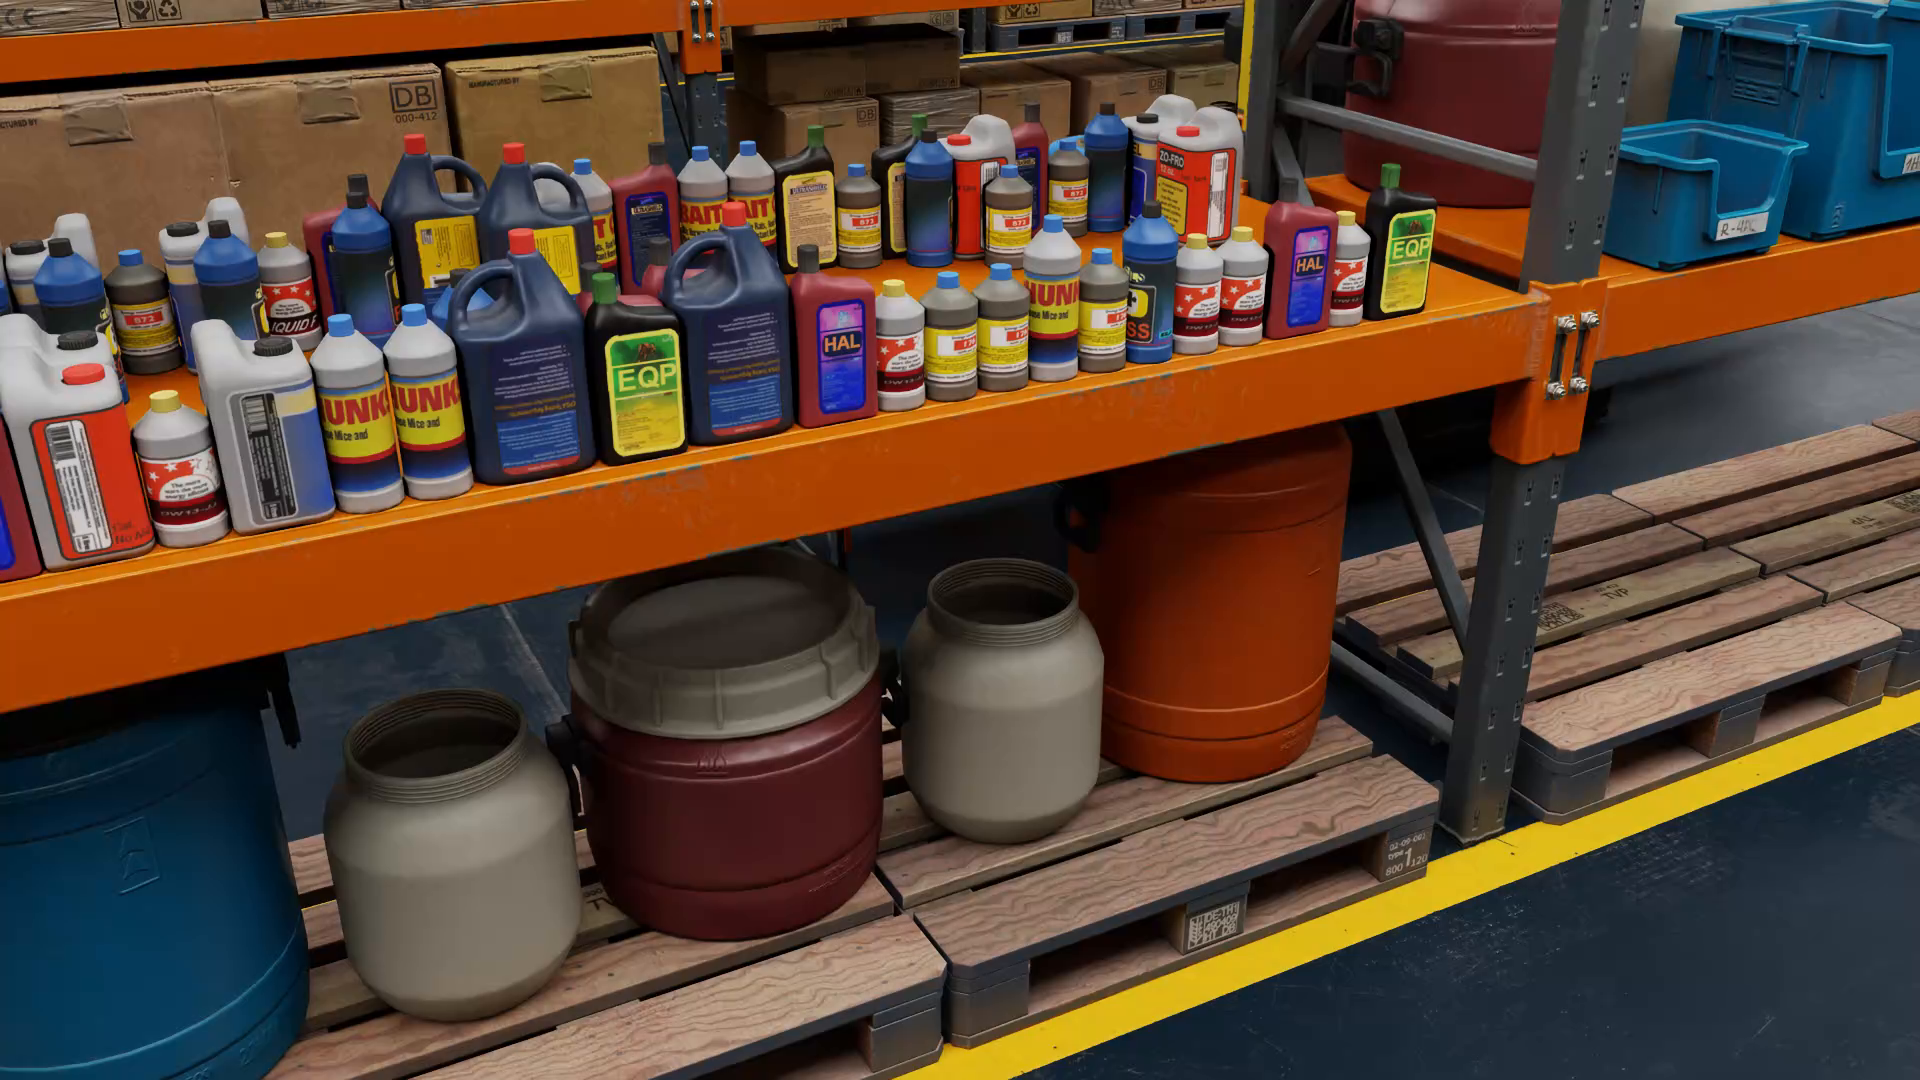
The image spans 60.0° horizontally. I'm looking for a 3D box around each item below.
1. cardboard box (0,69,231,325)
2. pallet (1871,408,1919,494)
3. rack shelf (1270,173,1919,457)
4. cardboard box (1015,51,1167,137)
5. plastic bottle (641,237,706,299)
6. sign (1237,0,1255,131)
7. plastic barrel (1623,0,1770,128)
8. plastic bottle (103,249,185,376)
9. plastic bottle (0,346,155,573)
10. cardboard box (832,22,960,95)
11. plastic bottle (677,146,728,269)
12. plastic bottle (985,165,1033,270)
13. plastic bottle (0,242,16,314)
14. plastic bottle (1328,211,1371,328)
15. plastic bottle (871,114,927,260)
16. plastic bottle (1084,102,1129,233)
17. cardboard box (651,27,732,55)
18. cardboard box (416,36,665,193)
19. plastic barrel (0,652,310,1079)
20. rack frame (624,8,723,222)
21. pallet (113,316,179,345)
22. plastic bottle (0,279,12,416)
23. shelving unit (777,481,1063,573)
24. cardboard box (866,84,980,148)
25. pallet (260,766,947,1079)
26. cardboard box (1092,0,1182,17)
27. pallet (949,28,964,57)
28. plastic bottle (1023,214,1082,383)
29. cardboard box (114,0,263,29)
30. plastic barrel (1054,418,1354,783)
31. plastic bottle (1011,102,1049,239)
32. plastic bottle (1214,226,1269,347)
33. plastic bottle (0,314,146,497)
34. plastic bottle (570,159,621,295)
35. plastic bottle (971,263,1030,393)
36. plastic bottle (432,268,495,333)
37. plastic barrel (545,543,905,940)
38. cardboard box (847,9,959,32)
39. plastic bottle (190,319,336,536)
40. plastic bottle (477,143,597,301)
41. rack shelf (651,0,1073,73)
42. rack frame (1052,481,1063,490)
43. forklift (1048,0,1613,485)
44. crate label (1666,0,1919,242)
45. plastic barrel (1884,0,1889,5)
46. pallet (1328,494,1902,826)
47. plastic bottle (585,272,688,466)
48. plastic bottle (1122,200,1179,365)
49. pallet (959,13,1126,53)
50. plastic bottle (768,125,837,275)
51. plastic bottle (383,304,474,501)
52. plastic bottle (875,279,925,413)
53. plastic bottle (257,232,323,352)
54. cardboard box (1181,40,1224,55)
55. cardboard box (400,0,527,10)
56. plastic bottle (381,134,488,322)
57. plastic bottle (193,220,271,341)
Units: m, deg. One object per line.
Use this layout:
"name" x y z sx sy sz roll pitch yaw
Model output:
"cardboard box" -3.550 -1.482 6.841 0.875 0.875 1.225 -14 29 -27
"pallet" 3.821 -0.236 5.498 1.213 0.211 1.003 -13 29 -25
"rack shelf" 2.731 -0.936 4.566 4.000 0.370 1.077 -13 29 -25
"cardboard box" 0.690 -2.310 8.976 0.500 0.500 0.700 -16 30 -29
"plastic bottle" -0.429 -0.340 2.628 0.133 0.283 0.061 -13 29 -25
"sign" 0.701 -1.136 3.961 0.005 0.325 0.100 -13 29 -25
"plastic barrel" 1.774 -1.195 4.144 0.421 0.512 0.421 0 26 0
"plastic bottle" -1.392 -0.391 2.829 0.097 0.201 0.097 0 26 0
"plastic bottle" -1.158 -0.120 2.178 0.135 0.276 0.152 -13 29 -25
"cardboard box" -0.324 -2.414 8.326 0.500 0.250 0.500 -10 27 -19
"plastic bottle" -0.498 -0.629 3.244 0.097 0.271 0.097 0 26 0
"plastic bottle" 0.099 -0.661 3.391 0.097 0.201 0.097 0 26 0
"plastic bottle" -1.600 -0.364 2.685 0.135 0.276 0.152 -13 29 -25
"plastic bottle" 0.700 -0.502 3.059 0.097 0.201 0.097 0 26 0
"plastic bottle" -0.115 -0.732 3.444 0.133 0.283 0.061 -13 29 -25
"plastic bottle" 0.317 -0.818 3.636 0.097 0.271 0.097 0 26 0
"cardboard box" -2.259 -4.104 12.446 0.750 0.750 1.050 -13 28 -24
"cardboard box" -1.983 -1.844 7.594 0.875 0.875 1.225 -14 29 -27
"plastic barrel" -1.450 0.469 2.746 0.708 0.901 0.600 -13 29 -25
"rack frame" -1.364 -2.745 7.502 0.127 3.000 1.000 -13 29 -25
"pallet" -3.170 -1.109 7.317 1.213 0.211 1.003 -13 29 -25
"plastic bottle" -1.525 -0.318 2.595 0.097 0.271 0.097 0 26 0
"shelving unit" -0.006 -0.506 5.004 1.048 1.125 0.538 -13 29 -25
"cardboard box" -0.299 -2.078 8.493 0.500 0.500 0.700 -16 30 -29
"pallet" -0.785 0.827 3.284 1.213 0.211 1.003 -13 29 -25
"cardboard box" 1.302 -4.992 14.152 0.875 0.875 0.875 -13 28 -25
"pallet" -0.725 -4.031 13.403 1.213 0.211 1.003 -13 29 -25
"plastic bottle" 0.153 -0.407 2.781 0.097 0.271 0.097 0 26 0
"cardboard box" -3.032 -2.285 6.429 0.500 0.500 0.500 -12 28 -24
"plastic barrel" 0.543 0.042 3.720 0.708 0.830 0.600 -13 29 -25
"plastic bottle" 0.121 -0.787 3.557 0.133 0.283 0.061 -13 29 -25
"plastic bottle" 0.496 -0.455 2.962 0.097 0.201 0.097 0 26 0
"plastic bottle" -1.230 -0.178 2.299 0.135 0.276 0.152 -13 29 -25
"plastic bottle" -0.702 -0.582 3.146 0.097 0.271 0.097 0 26 0
"plastic bottle" 0.067 -0.356 2.755 0.097 0.201 0.097 0 26 0
"plastic bottle" -0.734 -0.273 2.502 0.097 0.271 0.097 0 26 0
"plastic barrel" -0.454 0.381 3.293 0.708 0.588 0.600 -13 29 -25
"cardboard box" -0.585 -4.489 13.248 0.750 0.750 1.050 -13 29 -25
"plastic bottle" -0.954 -0.167 2.276 0.135 0.276 0.152 -13 29 -25
"plastic bottle" -0.744 -0.522 2.929 0.185 0.351 0.144 -13 29 -25
"rack shelf" 0.401 -2.828 8.506 4.000 0.370 1.077 -13 29 -25
"rack frame" 0.443 -0.609 5.219 0.032 1.125 0.500 -13 29 -25
"forklift" 1.783 -1.862 5.741 3.031 2.935 1.130 -15 30 -29
"crate label" 1.970 -0.968 3.760 0.616 0.435 0.502 -13 29 -25
"plastic barrel" 2.519 -1.381 4.503 0.433 0.535 0.433 0 26 0
"pallet" 1.668 0.261 4.463 1.213 0.211 1.003 -13 29 -25
"plastic bottle" -0.479 -0.258 2.456 0.133 0.283 0.061 -13 29 -25
"plastic bottle" 0.325 -0.447 2.864 0.097 0.271 0.097 0 26 0
"pallet" 0.628 -4.342 14.050 1.213 0.211 1.003 -13 29 -25
"plastic bottle" -0.319 -0.685 3.346 0.133 0.283 0.061 -13 29 -25
"plastic bottle" -0.752 -0.198 2.346 0.097 0.271 0.097 0 26 0
"plastic bottle" -0.105 -0.316 2.672 0.097 0.201 0.097 0 26 0
"plastic bottle" -1.187 -0.439 2.928 0.097 0.201 0.097 0 26 0
"cardboard box" 1.613 -2.514 9.401 0.500 0.500 0.700 -15 30 -29
"cardboard box" -2.126 -2.496 6.867 0.500 0.500 0.500 -13 29 -26
"plastic bottle" -0.934 -0.553 2.993 0.185 0.351 0.144 -13 29 -25
"plastic bottle" -1.201 -0.392 2.750 0.097 0.271 0.097 0 26 0
